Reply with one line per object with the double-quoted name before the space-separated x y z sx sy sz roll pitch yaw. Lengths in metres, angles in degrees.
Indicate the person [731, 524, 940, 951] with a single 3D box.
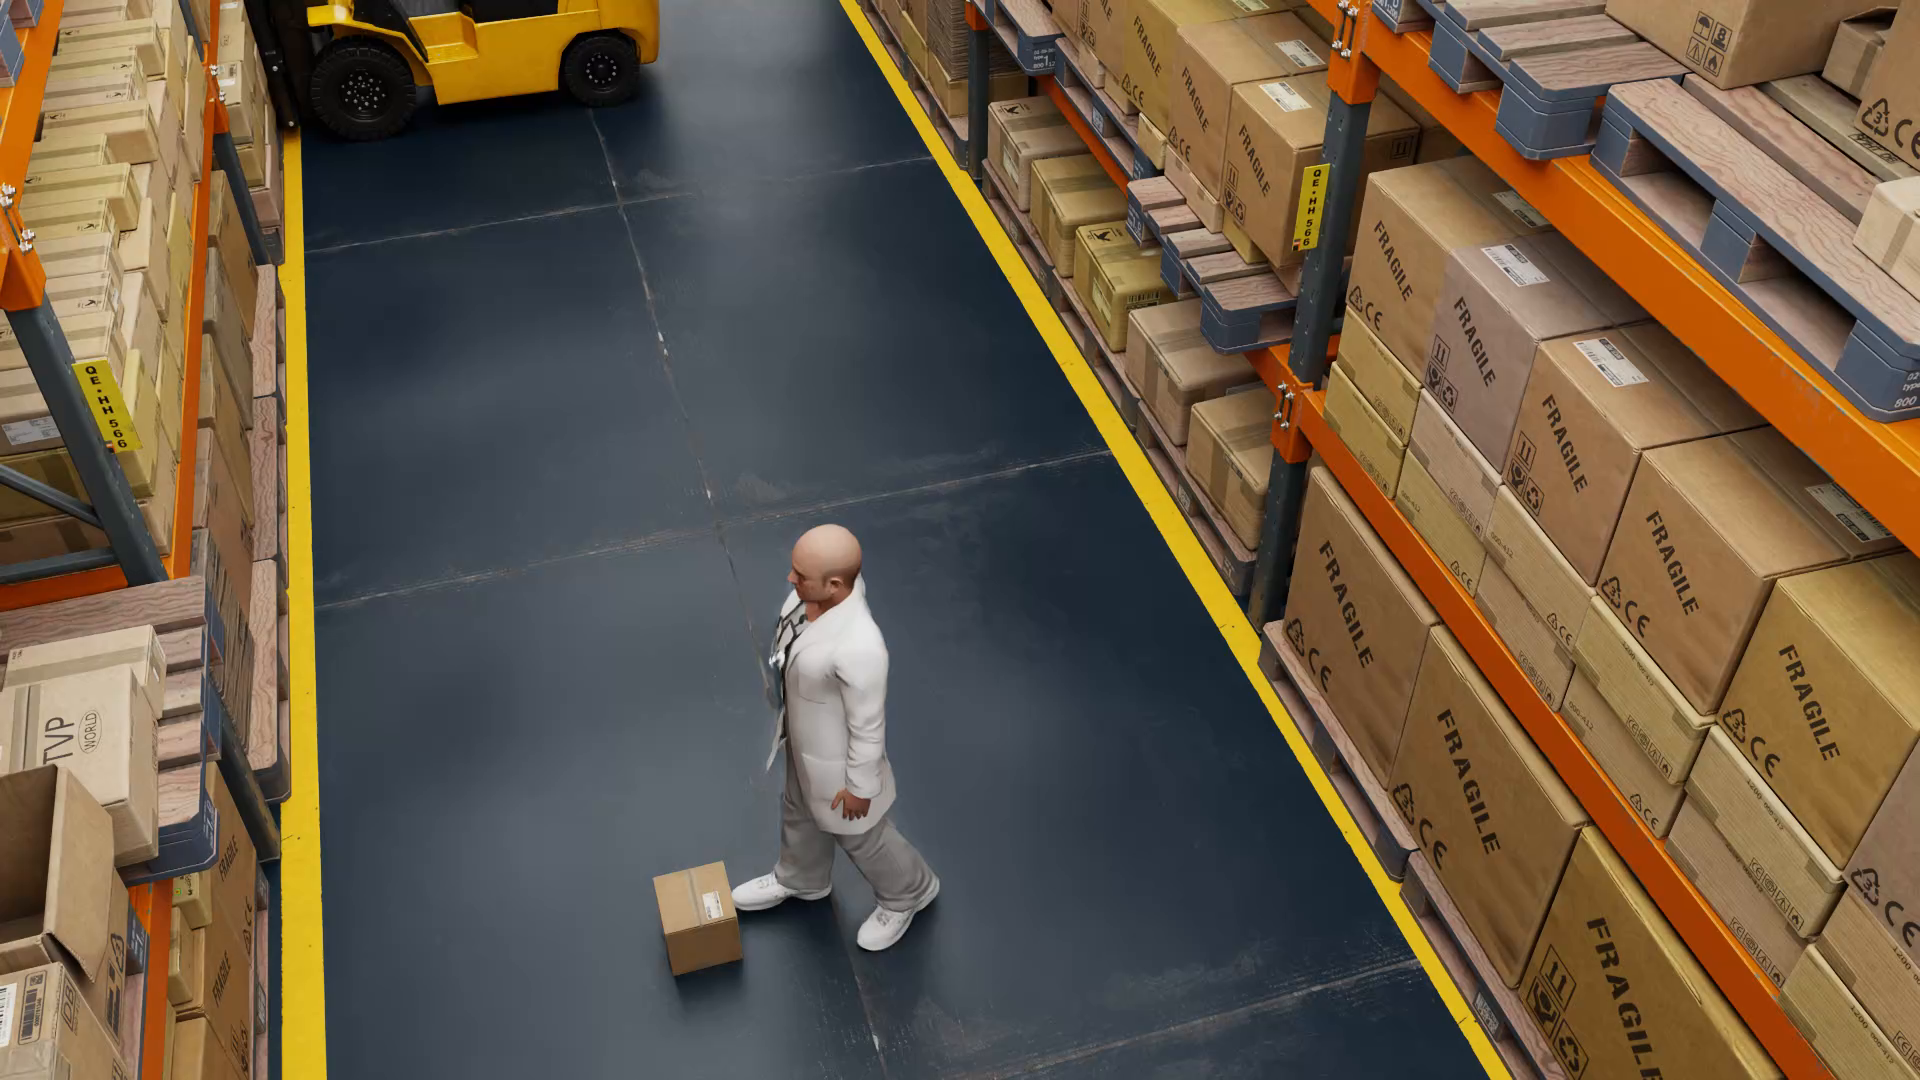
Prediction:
"person" -0.448 0.693 5.466 0.739 1.693 0.604 -11 43 -13
